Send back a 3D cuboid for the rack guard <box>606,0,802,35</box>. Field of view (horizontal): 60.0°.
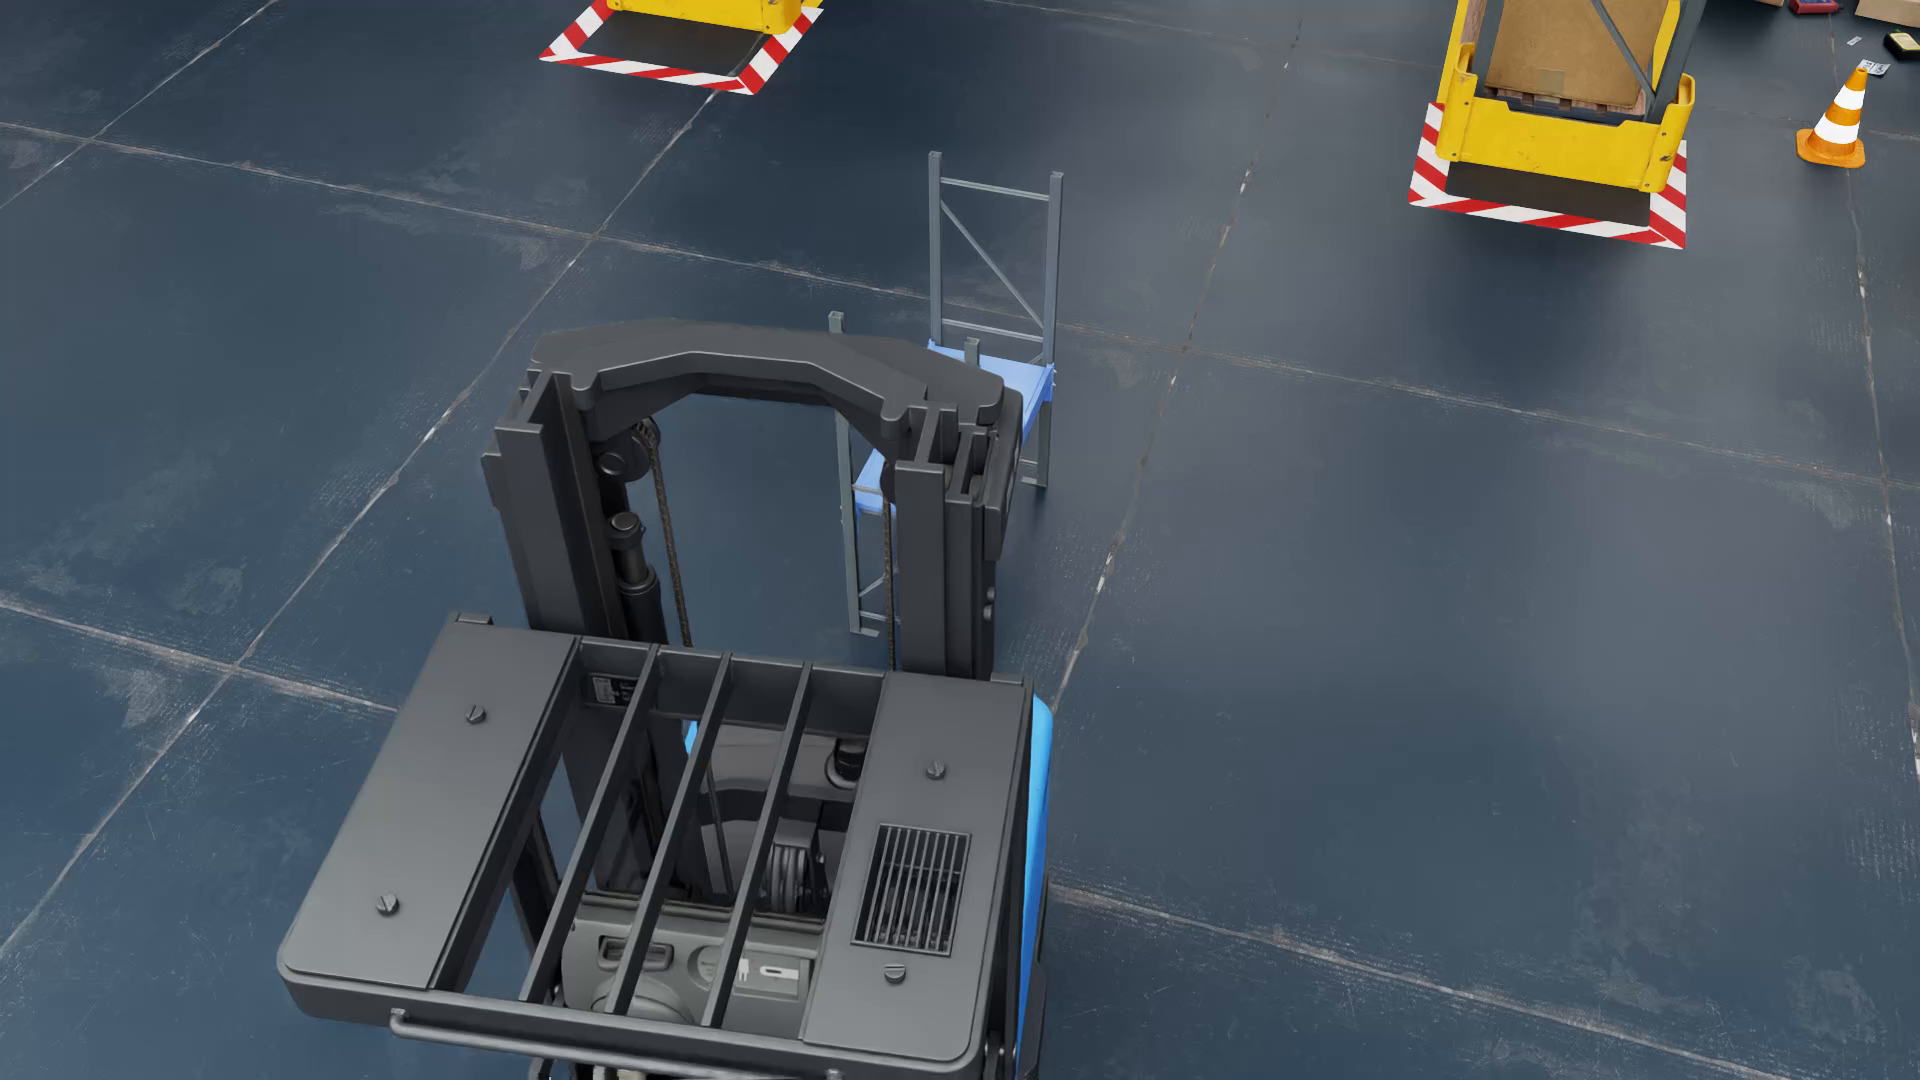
[{"bbox_3d":[-1.543,-3.380,9.847,1.175,0.500,0.348,13,46,13],"label":"rack guard"}]

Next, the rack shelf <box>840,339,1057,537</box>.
[{"bbox_3d":[-0.026,-0.351,6.293,0.538,0.185,1.000,13,46,12],"label":"rack shelf"}]

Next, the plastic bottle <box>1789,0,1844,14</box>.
[{"bbox_3d":[5.153,-3.219,9.996,0.283,0.061,0.133,-2,44,-2],"label":"plastic bottle"}]

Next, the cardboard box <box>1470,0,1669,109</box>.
[{"bbox_3d":[3.273,-2.962,8.851,0.875,0.875,0.875,13,46,13],"label":"cardboard box"}]

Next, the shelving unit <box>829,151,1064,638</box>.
[{"bbox_3d":[-0.026,-0.479,6.167,0.538,1.500,1.048,13,46,12],"label":"shelving unit"}]

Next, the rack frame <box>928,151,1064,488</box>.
[{"bbox_3d":[0.128,-0.818,6.514,0.500,1.500,0.032,13,46,12],"label":"rack frame"}]

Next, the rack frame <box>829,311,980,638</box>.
[{"bbox_3d":[-0.180,-0.140,5.821,0.500,1.500,0.032,13,46,12],"label":"rack frame"}]

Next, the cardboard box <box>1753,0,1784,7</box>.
[{"bbox_3d":[4.850,-3.627,10.097,0.500,0.500,0.500,20,48,19],"label":"cardboard box"}]

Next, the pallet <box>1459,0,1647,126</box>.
[{"bbox_3d":[3.298,-2.658,9.315,1.003,0.211,1.213,13,46,13],"label":"pallet"}]

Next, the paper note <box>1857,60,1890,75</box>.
[{"bbox_3d":[5.211,-2.701,9.490,0.144,0.017,0.142,28,51,26],"label":"paper note"}]

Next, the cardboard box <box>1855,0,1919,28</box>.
[{"bbox_3d":[5.577,-3.258,9.890,0.396,0.266,0.258,20,48,19],"label":"cardboard box"}]

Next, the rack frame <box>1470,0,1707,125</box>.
[{"bbox_3d":[3.131,-3.105,7.778,1.000,3.000,0.127,13,46,13],"label":"rack frame"}]
